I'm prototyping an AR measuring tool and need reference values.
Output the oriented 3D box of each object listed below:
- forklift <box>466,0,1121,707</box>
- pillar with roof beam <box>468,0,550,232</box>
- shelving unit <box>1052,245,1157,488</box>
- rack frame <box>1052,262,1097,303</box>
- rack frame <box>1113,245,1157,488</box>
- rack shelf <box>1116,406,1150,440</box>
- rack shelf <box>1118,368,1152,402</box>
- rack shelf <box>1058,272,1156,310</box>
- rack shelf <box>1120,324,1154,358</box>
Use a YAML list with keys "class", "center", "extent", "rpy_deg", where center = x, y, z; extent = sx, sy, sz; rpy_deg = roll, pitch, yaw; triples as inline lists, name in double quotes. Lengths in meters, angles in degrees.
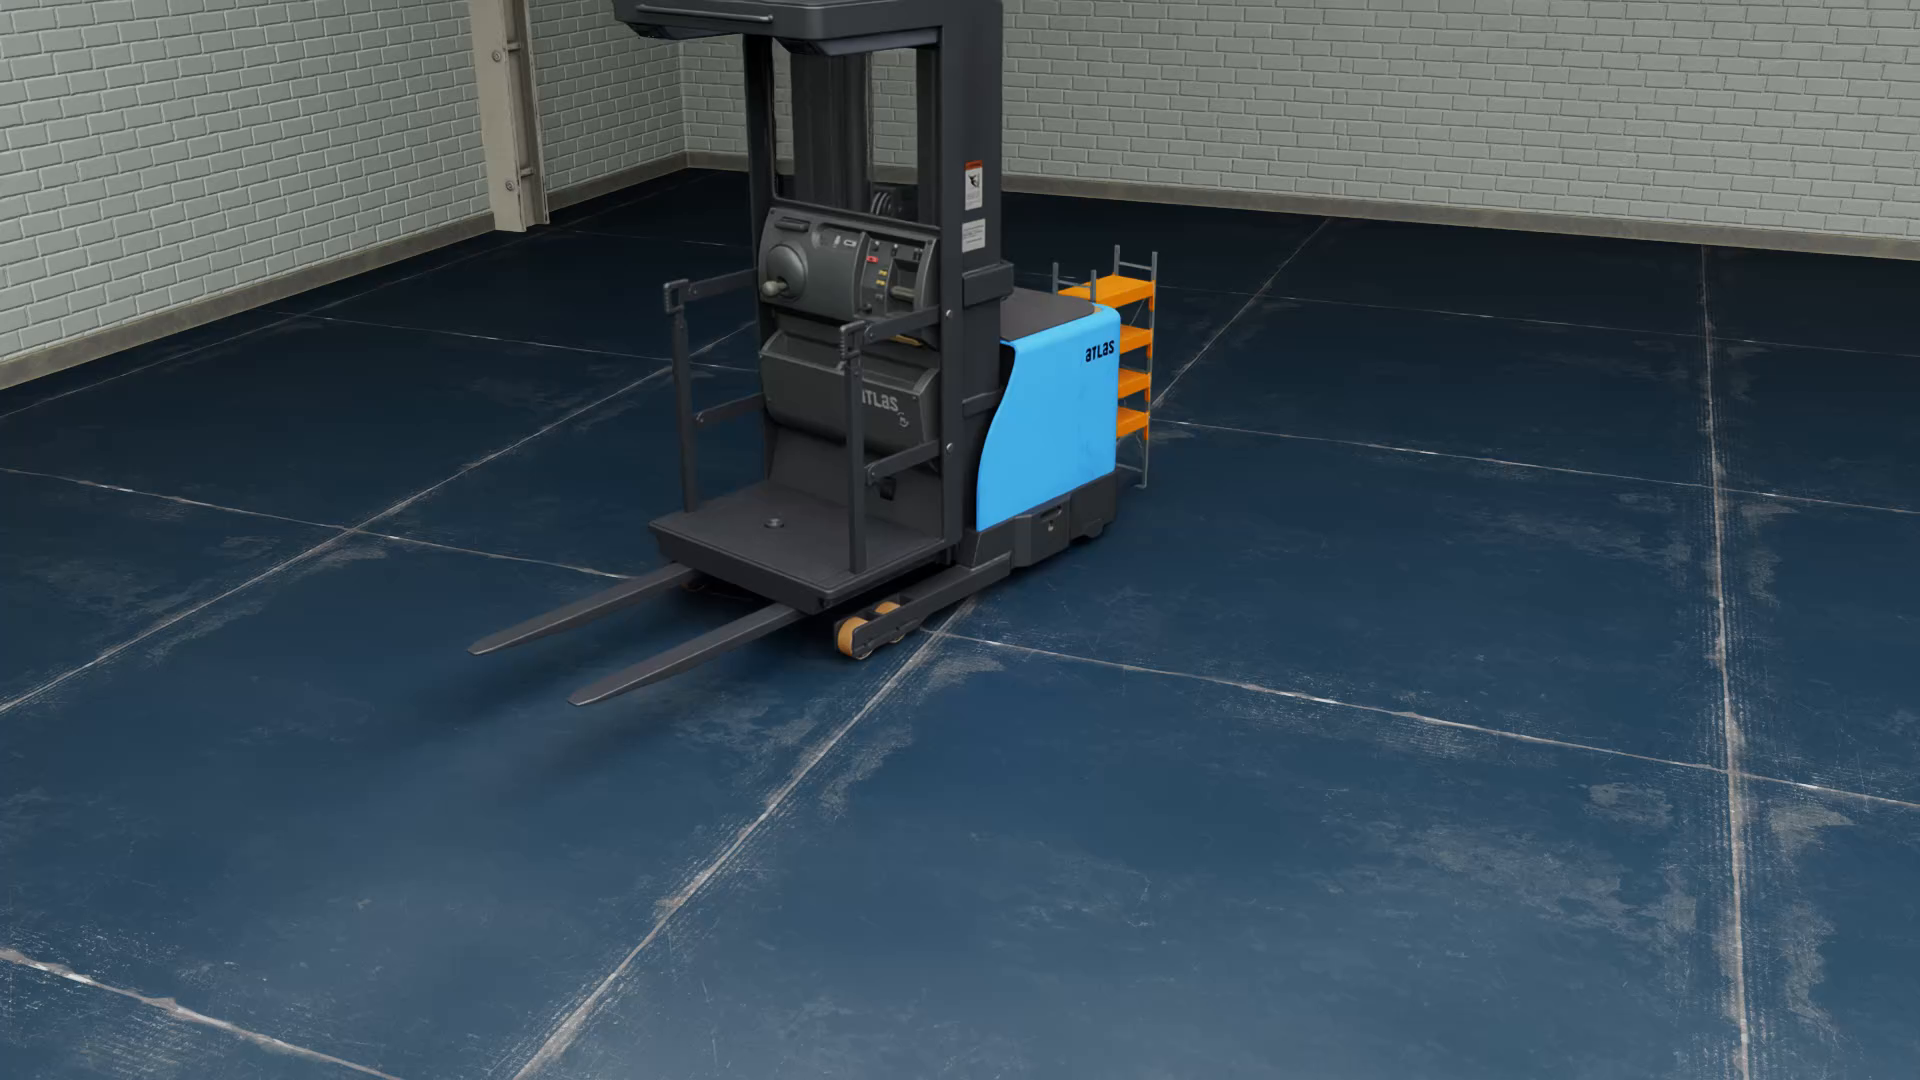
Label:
- class: "forklift"
  center: [-0.602, -1.096, 6.571]
  extent: [1.130, 2.935, 3.031]
  rpy_deg: [18, 29, 37]
- class: "pillar with roof beam"
  center: [0.267, -6.205, 10.931]
  extent: [9.100, 9.000, 0.400]
  rpy_deg: [9, 24, 20]
- class: "shelving unit"
  center: [0.686, -0.775, 8.049]
  extent: [0.258, 1.200, 0.503]
  rpy_deg: [18, 29, 37]
- class: "rack frame"
  center: [0.527, -0.704, 7.878]
  extent: [0.240, 1.200, 0.015]
  rpy_deg: [18, 29, 37]
- class: "rack frame"
  center: [0.845, -0.847, 8.220]
  extent: [0.240, 1.200, 0.015]
  rpy_deg: [18, 29, 37]
- class: "rack shelf"
  center: [0.686, -0.530, 8.151]
  extent: [0.258, 0.148, 0.480]
  rpy_deg: [18, 29, 37]
- class: "rack shelf"
  center: [0.686, -0.713, 8.075]
  extent: [0.258, 0.148, 0.480]
  rpy_deg: [18, 29, 37]
- class: "rack shelf"
  center: [0.686, -1.138, 7.898]
  extent: [0.258, 0.148, 0.480]
  rpy_deg: [18, 29, 37]
- class: "rack shelf"
  center: [0.686, -0.919, 7.989]
  extent: [0.258, 0.148, 0.480]
  rpy_deg: [18, 29, 37]
